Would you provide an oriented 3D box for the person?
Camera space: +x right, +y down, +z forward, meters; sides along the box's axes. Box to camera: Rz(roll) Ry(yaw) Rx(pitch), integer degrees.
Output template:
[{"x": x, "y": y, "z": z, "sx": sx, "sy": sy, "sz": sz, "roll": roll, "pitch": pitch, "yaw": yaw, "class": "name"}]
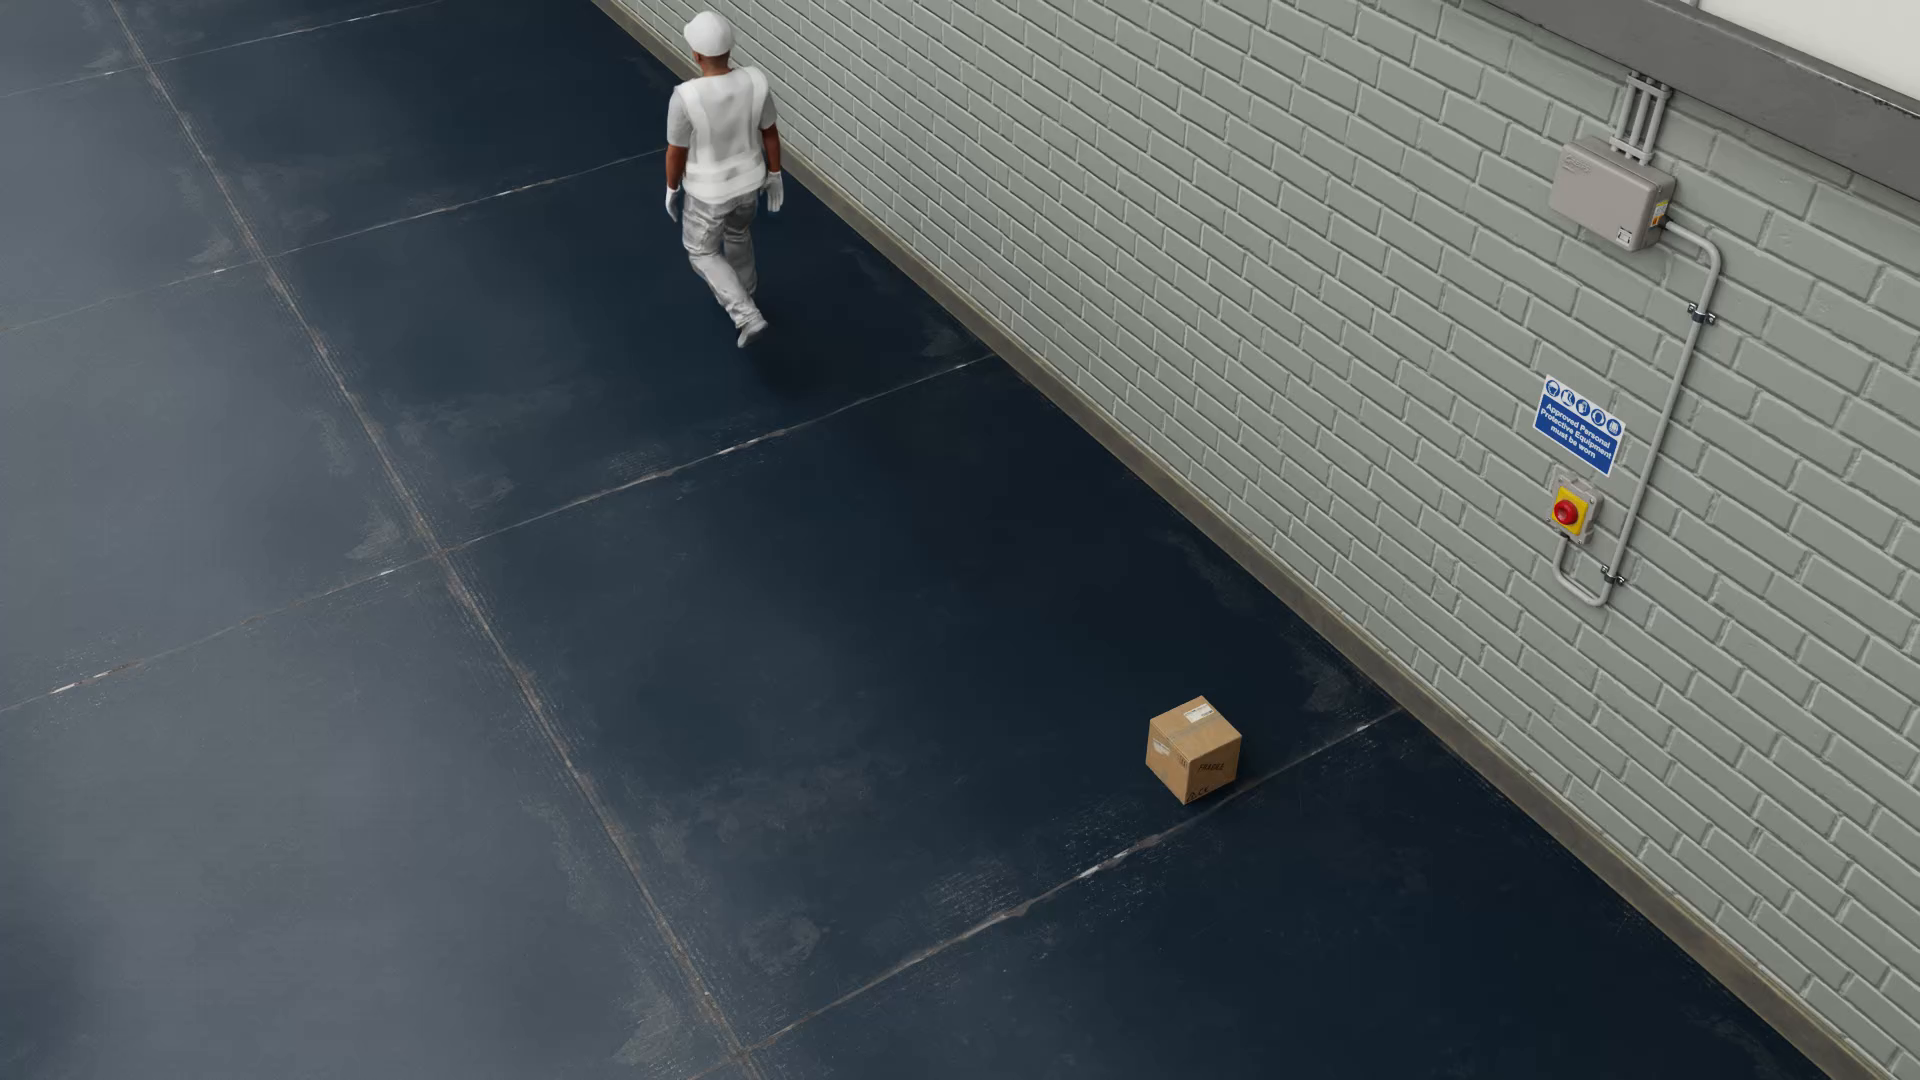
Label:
[{"x": -1.159, "y": -1.759, "z": 8.199, "sx": 0.571, "sy": 1.761, "sz": 0.812, "roll": -26, "pitch": 47, "yaw": -27, "class": "person"}]
